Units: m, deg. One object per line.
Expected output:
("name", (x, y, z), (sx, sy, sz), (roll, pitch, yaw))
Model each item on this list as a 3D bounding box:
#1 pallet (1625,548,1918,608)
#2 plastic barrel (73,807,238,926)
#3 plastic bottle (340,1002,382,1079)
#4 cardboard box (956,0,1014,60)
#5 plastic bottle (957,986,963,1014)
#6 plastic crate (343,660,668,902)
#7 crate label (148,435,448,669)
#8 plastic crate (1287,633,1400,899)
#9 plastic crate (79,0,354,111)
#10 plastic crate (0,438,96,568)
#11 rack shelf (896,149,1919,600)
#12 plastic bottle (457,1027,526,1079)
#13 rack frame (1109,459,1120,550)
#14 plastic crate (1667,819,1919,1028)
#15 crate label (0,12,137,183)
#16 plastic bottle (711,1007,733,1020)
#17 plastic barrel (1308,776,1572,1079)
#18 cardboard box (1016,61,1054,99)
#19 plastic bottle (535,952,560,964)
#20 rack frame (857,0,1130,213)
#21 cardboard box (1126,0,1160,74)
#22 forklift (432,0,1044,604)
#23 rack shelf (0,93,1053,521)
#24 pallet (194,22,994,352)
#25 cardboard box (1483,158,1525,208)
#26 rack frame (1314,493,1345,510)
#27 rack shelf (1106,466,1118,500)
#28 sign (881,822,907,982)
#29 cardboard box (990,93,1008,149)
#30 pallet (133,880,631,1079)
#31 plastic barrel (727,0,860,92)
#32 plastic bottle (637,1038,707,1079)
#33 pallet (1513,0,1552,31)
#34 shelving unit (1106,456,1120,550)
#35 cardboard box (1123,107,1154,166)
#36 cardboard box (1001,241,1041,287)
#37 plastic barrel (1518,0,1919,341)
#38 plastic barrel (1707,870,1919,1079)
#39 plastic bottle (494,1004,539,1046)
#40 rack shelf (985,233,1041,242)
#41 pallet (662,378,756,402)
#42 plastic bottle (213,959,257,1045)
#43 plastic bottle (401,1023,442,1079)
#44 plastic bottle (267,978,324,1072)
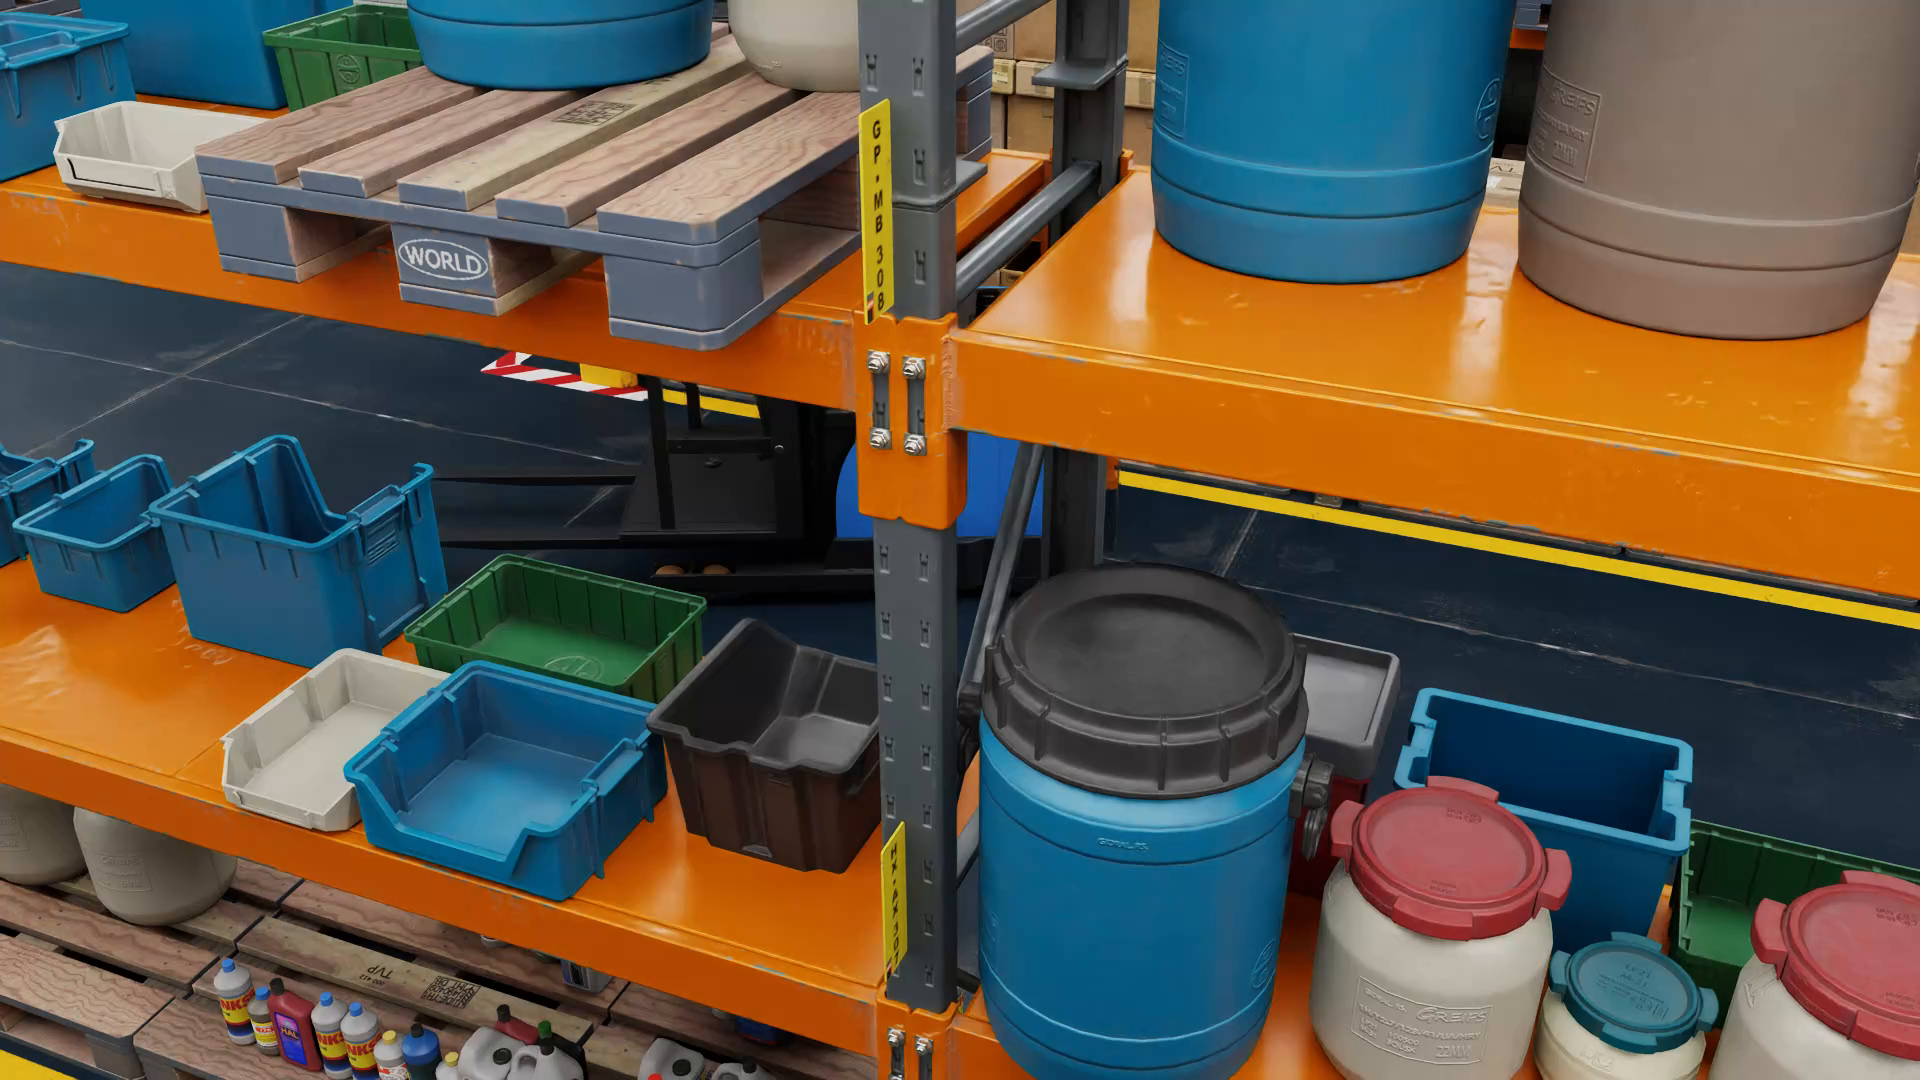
("pallet", (3.789, -0.133, 7.770), (1.213, 0.211, 1.003), (11, 31, 19))
("plastic barrel", (-2.512, 0.908, 5.197), (0.421, 0.512, 0.421), (0, 29, 0))
("plastic bottle", (-1.642, 1.383, 4.580), (0.097, 0.271, 0.097), (0, 29, 0))
("cardboard box", (0.149, -2.656, 7.981), (0.500, 0.500, 0.700), (11, 31, 19))
("plastic bottle", (-0.039, 1.305, 4.718), (0.097, 0.271, 0.097), (0, 29, 0))
("plastic crate", (-1.036, 0.552, 3.877), (0.616, 0.251, 0.499), (11, 31, 19))
("crate label", (-1.808, 0.029, 4.613), (0.616, 0.435, 0.502), (11, 31, 19))
("plastic crate", (0.655, 0.490, 3.770), (0.583, 0.464, 0.402), (11, 31, 19))
("plastic crate", (-1.735, -1.256, 3.891), (0.575, 0.384, 0.392), (11, 31, 19))
("plastic crate", (-3.039, -0.151, 5.121), (0.616, 0.251, 0.499), (11, 31, 19))
("rack shelf", (1.945, -0.055, 2.481), (4.000, 0.370, 1.077), (11, 31, 19))
("plastic bottle", (-1.240, 1.447, 4.462), (0.135, 0.276, 0.152), (12, 32, 20))
("rack frame", (0.711, -0.535, 7.478), (0.006, 1.200, 0.240), (-1, 29, -1))
("plastic crate", (1.811, 0.853, 3.407), (0.662, 0.188, 0.450), (11, 31, 19))
("crate label", (-2.005, -0.916, 3.426), (0.408, 0.251, 0.502), (11, 31, 19))
("plastic bottle", (-0.680, 1.254, 4.809), (0.097, 0.271, 0.097), (0, 29, 0))
("plastic barrel", (0.896, 0.786, 3.174), (0.433, 0.535, 0.433), (0, 29, 0))
("cardboard box", (0.449, -2.204, 7.841), (0.250, 0.149, 0.380), (12, 32, 21))
("plastic bottle", (-1.246, 1.171, 5.027), (0.097, 0.201, 0.097), (0, 29, 0))
("rack frame", (0.092, -2.044, 2.221), (0.127, 3.000, 1.000), (11, 31, 19))
("cardboard box", (1.075, -2.471, 7.652), (0.500, 0.500, 0.700), (11, 31, 19))
("forklift", (-0.992, -1.260, 7.001), (3.031, 2.935, 1.130), (-1, 29, -1))
("rack shelf", (-1.762, -0.795, 3.791), (4.000, 0.370, 1.077), (11, 31, 19))
("pallet", (-0.614, -0.745, 3.163), (1.003, 0.211, 1.213), (11, 31, 19))
("cardboard box", (2.430, -1.554, 7.603), (0.500, 0.250, 0.500), (13, 32, 22))
("rack frame", (1.957, -1.690, 7.692), (0.127, 3.000, 1.000), (11, 31, 19))
("rack shelf", (0.620, -0.287, 7.616), (0.180, 0.103, 0.258), (-1, 29, -1))
("sign", (-0.126, 0.696, 3.189), (0.005, 0.325, 0.100), (11, 31, 19))
("cardboard box", (0.114, -2.096, 8.309), (0.500, 0.500, 0.700), (12, 32, 21))
("pallet", (-1.650, 1.413, 5.035), (1.213, 0.211, 1.003), (11, 31, 19))
("plastic barrel", (-0.234, -1.139, 3.128), (0.421, 0.512, 0.421), (0, 29, 0))
("plastic bottle", (-0.759, 1.467, 4.428), (0.135, 0.276, 0.152), (11, 31, 19))
("pallet", (4.470, -3.658, 11.369), (1.213, 0.211, 1.003), (11, 31, 19))
("shelving unit", (0.620, -0.534, 7.476), (0.189, 1.200, 0.258), (-1, 29, -1))
("cardboard box", (1.053, -1.907, 7.975), (0.500, 0.500, 0.700), (11, 31, 19))
("cardboard box", (0.522, -1.177, 8.390), (0.500, 0.500, 0.500), (11, 31, 19))
("plastic barrel", (1.250, -0.840, 2.630), (0.600, 0.901, 0.600), (0, 29, 0))
("plastic barrel", (1.575, 0.921, 2.934), (0.433, 0.535, 0.433), (0, 29, 0))
("plastic bottle", (-1.200, 1.395, 4.547), (0.133, 0.283, 0.061), (11, 31, 19))
("rack shelf", (0.104, -1.747, 8.523), (4.000, 0.370, 1.077), (11, 31, 19))
("pallet", (-1.025, -1.094, 9.471), (1.213, 0.211, 1.003), (11, 31, 19))
("plastic bottle", (-2.052, 1.301, 4.725), (0.097, 0.271, 0.097), (0, 29, 0))
("plastic bottle", (-1.454, 1.421, 4.513), (0.097, 0.271, 0.097), (0, 29, 0))
("plastic bottle", (-1.849, 1.346, 4.633), (0.133, 0.283, 0.061), (12, 32, 20))
